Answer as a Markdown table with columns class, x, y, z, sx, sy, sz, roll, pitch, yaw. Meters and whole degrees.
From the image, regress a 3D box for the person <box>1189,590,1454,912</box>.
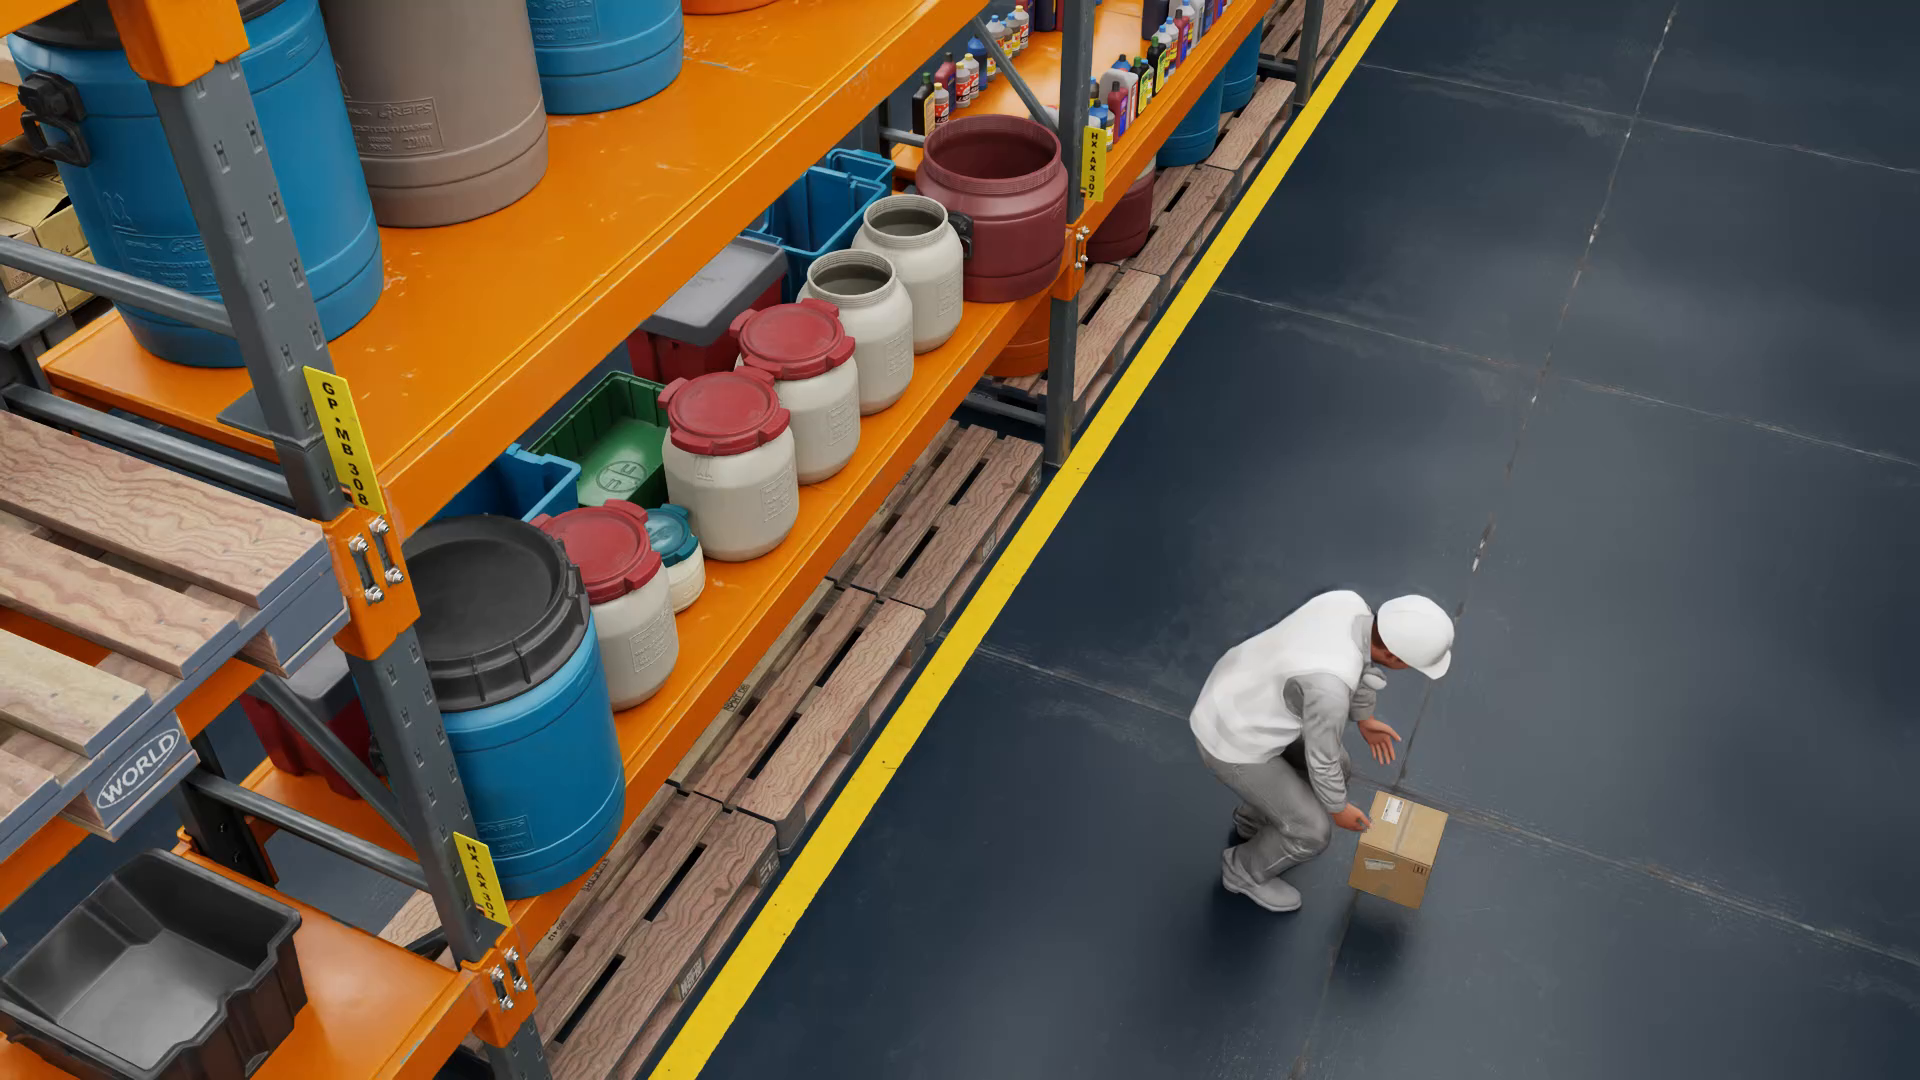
| class | x | y | z | sx | sy | sz | roll | pitch | yaw |
| --- | --- | --- | --- | --- | --- | --- | --- | --- | --- |
| person | 1.187 | 0.656 | 5.672 | 0.768 | 1.422 | 0.592 | 17 | 45 | 19 |
